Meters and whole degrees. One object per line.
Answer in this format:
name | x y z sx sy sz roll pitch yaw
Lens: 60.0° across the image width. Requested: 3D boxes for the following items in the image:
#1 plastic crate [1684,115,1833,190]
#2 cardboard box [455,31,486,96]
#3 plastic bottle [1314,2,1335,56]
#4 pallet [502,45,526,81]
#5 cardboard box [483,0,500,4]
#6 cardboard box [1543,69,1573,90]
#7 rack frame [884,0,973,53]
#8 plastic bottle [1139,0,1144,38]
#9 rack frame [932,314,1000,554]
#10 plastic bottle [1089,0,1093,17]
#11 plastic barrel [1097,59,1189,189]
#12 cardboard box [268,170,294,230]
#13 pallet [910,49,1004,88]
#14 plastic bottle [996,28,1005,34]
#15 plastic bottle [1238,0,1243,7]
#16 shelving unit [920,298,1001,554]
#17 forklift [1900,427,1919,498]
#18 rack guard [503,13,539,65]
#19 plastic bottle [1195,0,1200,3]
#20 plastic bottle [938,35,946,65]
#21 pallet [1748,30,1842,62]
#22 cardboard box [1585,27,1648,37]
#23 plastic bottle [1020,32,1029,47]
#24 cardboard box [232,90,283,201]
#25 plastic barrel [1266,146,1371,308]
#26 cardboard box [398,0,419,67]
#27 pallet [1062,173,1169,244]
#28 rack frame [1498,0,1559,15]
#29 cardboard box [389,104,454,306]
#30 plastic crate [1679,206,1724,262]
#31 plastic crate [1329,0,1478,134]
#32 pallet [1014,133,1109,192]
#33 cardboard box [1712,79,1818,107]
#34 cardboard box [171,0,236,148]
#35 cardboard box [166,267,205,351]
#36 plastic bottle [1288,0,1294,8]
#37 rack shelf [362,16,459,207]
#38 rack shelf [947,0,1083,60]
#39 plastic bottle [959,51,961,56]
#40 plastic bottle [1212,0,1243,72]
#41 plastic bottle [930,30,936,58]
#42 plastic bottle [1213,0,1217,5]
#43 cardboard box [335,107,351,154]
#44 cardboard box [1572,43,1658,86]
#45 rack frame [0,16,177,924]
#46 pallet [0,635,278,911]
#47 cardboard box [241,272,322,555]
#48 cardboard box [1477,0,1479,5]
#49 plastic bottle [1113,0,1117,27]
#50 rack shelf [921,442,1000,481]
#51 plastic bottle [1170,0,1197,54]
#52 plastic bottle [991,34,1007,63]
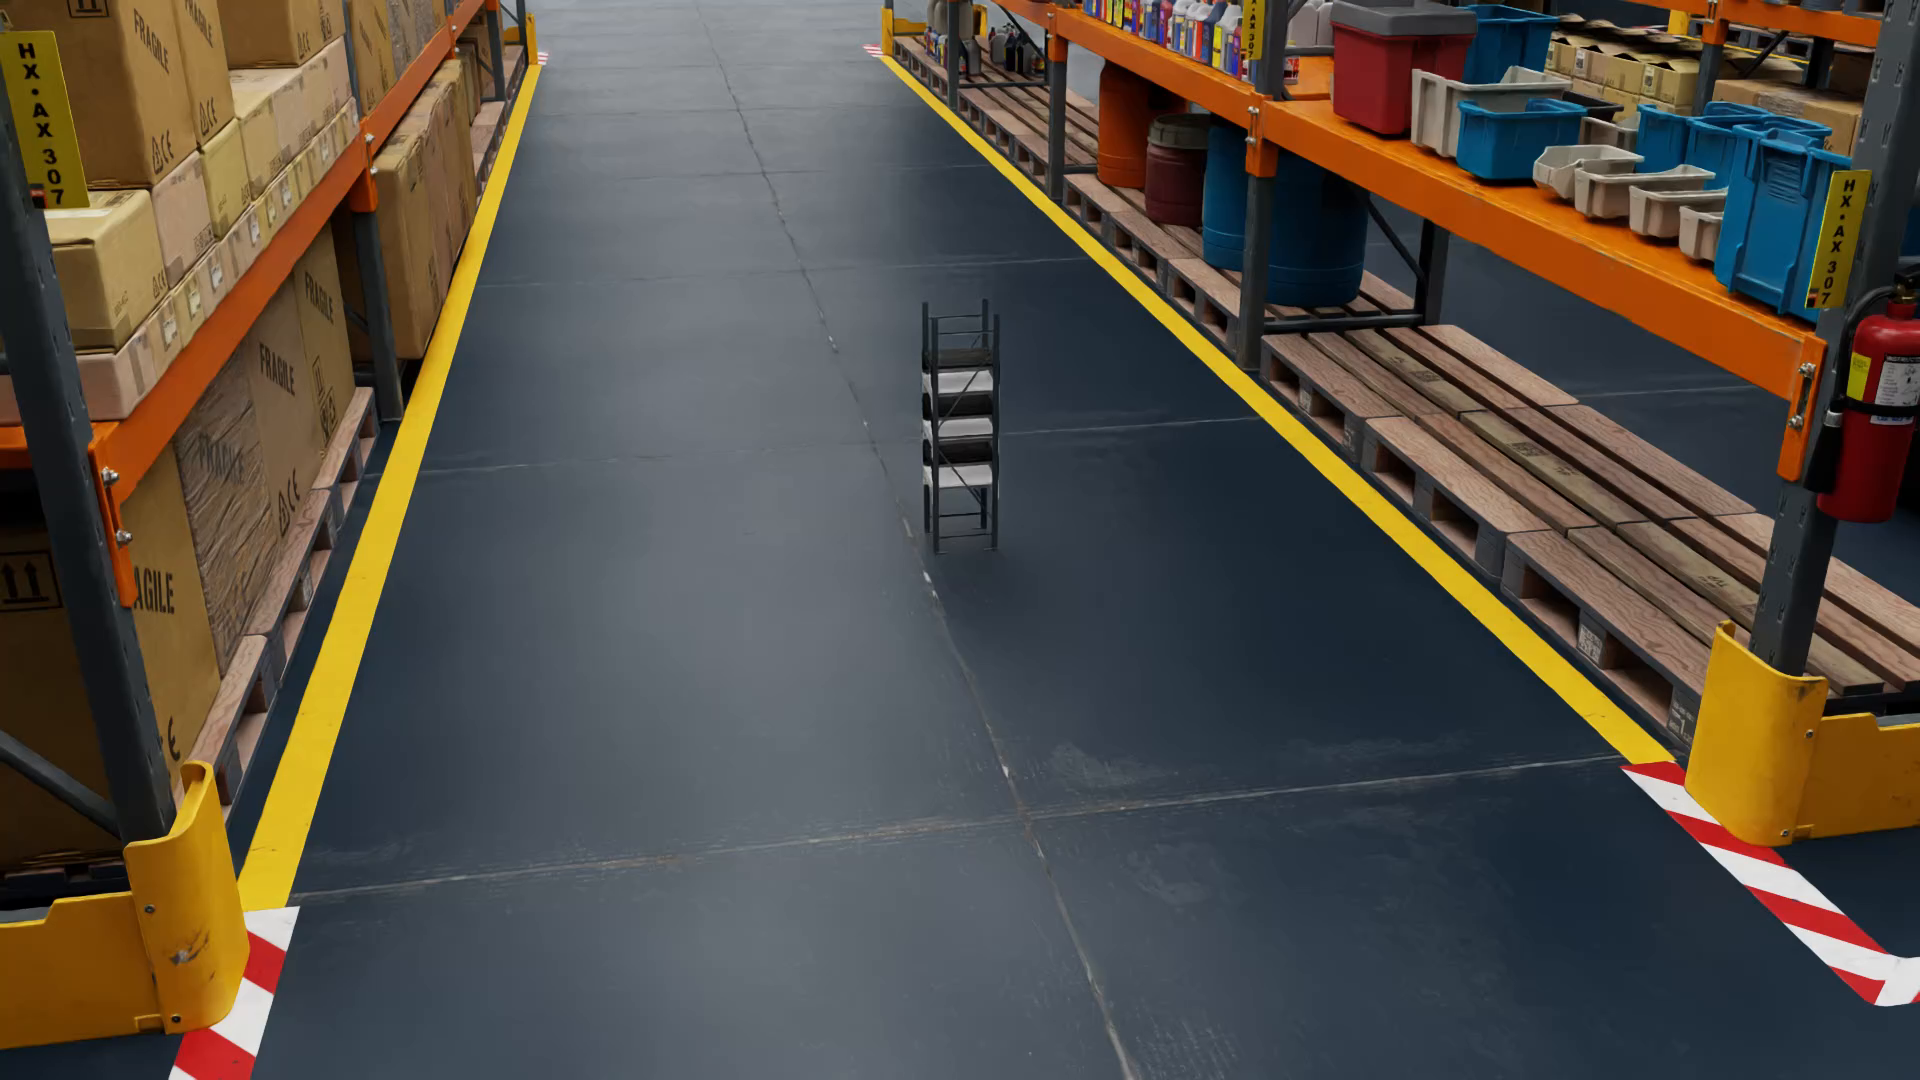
plastic crate | 2.639 -1.268 5.541 0.416 0.233 0.300 -4 24 -10
cardboard box | -4.517 -4.239 14.806 0.500 0.500 0.500 -5 24 -11
plastic bottle | 1.982 -2.769 8.998 0.152 0.276 0.135 -4 24 -10
pallet | -5.092 -4.975 17.378 1.003 0.211 1.213 -4 24 -10
cardboard box | -5.123 -5.405 17.477 0.500 0.500 0.500 0 24 0
cardboard box | 5.370 -3.914 14.375 0.500 0.250 0.500 -4 24 -9
rack frame | -0.354 -6.972 18.465 1.000 3.000 0.127 -4 24 -10
plastic bottle | 1.096 -3.070 9.692 0.097 0.271 0.097 0 24 0
rack frame | 0.020 -0.369 5.971 0.240 0.900 0.006 -4 24 -10
plastic bottle | 0.882 -3.524 10.732 0.097 0.271 0.097 0 24 0
plastic barrel | 1.232 -2.832 11.173 0.600 0.830 0.708 -4 24 -10
cardboard box | -2.340 -1.069 5.263 0.380 0.149 0.250 -4 24 -9
pallet | 0.073 -4.869 17.134 1.003 0.211 1.213 -4 24 -10
plastic bottle | 0.436 -5.134 17.111 0.152 0.276 0.135 -4 24 -9
plastic bottle | 1.755 -3.277 10.255 0.097 0.201 0.097 0 24 0
shelving unit | 0.001 -0.409 6.063 0.258 0.900 0.210 -4 24 -10
forklift | 5.205 -1.575 6.193 3.031 2.935 1.130 -3 24 -6
rack guard | -5.208 -5.430 18.057 1.175 0.500 0.348 -4 24 -10
plastic bottle | 1.294 -3.064 9.579 0.144 0.351 0.185 -4 24 -10
plastic bottle | -0.138 -4.850 16.461 0.152 0.276 0.135 -4 24 -9
pallet | 9.734 -5.596 18.799 1.003 0.211 1.213 -4 24 -10
cardboard box | 5.803 -4.414 14.819 0.500 0.311 0.500 -4 24 -10
plastic bottle | 0.644 -4.734 16.102 0.144 0.351 0.185 -4 24 -8
cardboard box | -2.380 -1.195 5.054 0.500 0.250 0.500 -5 24 -11
plastic barrel | 1.781 -1.698 8.486 0.600 0.901 0.708 -4 24 -10
cardboard box | -3.129 -2.728 8.623 0.500 0.500 0.500 -4 24 -9
pallet | 1.312 -2.240 11.115 1.003 0.211 1.213 -4 24 -10
rack frame | 5.254 -5.763 15.698 1.000 3.000 0.127 -4 24 -10
cardboard box | -3.307 -1.705 8.537 1.225 0.875 0.875 -5 24 -12
plastic crate | 2.276 -0.892 4.800 0.396 0.136 0.243 -4 24 -10
plastic crate | 1.783 -1.939 6.786 0.402 0.464 0.583 -4 24 -10
pallet | 1.020 -2.855 12.522 1.003 0.211 1.213 -4 24 -10
cardboard box | 5.797 -3.046 12.050 0.500 0.500 0.500 -3 24 -7
cardboard box | -2.281 -1.332 4.430 0.500 0.500 0.500 -5 24 -11
cardboard box | -2.101 -0.562 4.103 0.380 0.149 0.250 -5 24 -11
plastic bottle | 1.878 -3.034 9.512 0.144 0.351 0.185 -4 24 -10
rack shelf | -3.373 -2.342 8.764 1.077 0.370 4.000 -4 24 -10
rack shelf | 0.755 -4.282 13.205 1.077 0.370 4.000 -4 24 -10
plastic bottle | -0.028 -4.520 15.695 0.061 0.283 0.133 -3 24 -7
plastic bottle | 1.373 -2.566 8.440 0.144 0.351 0.185 -4 24 -10
plastic bottle | -0.262 -5.052 16.929 0.097 0.271 0.097 0 24 0
plastic bottle | 1.665 -3.469 10.693 0.097 0.201 0.097 0 24 0
cardboard box | -2.576 -1.573 6.417 0.380 0.149 0.250 -4 24 -9
cardboard box | 5.462 -3.970 13.802 0.500 0.311 0.500 -4 24 -10
rack frame | -2.263 -0.312 3.216 1.000 3.000 0.127 -4 24 -10
pallet | -2.488 0.658 4.481 1.003 0.211 1.213 -4 24 -10
cardboard box | -2.793 -0.484 5.741 0.875 0.875 0.875 -4 24 -10
cardboard box | 5.376 -5.441 16.934 0.500 0.500 0.500 -4 24 -10
plastic bottle | 0.992 -3.258 10.209 0.097 0.201 0.097 0 24 0
rack shelf | 0.001 -0.296 6.112 0.258 0.077 0.200 -4 24 -10
plastic bottle | 1.246 -2.812 9.096 0.152 0.276 0.135 -4 24 -10
plastic bottle | 0.390 -4.921 16.622 0.152 0.276 0.135 -4 24 -10
